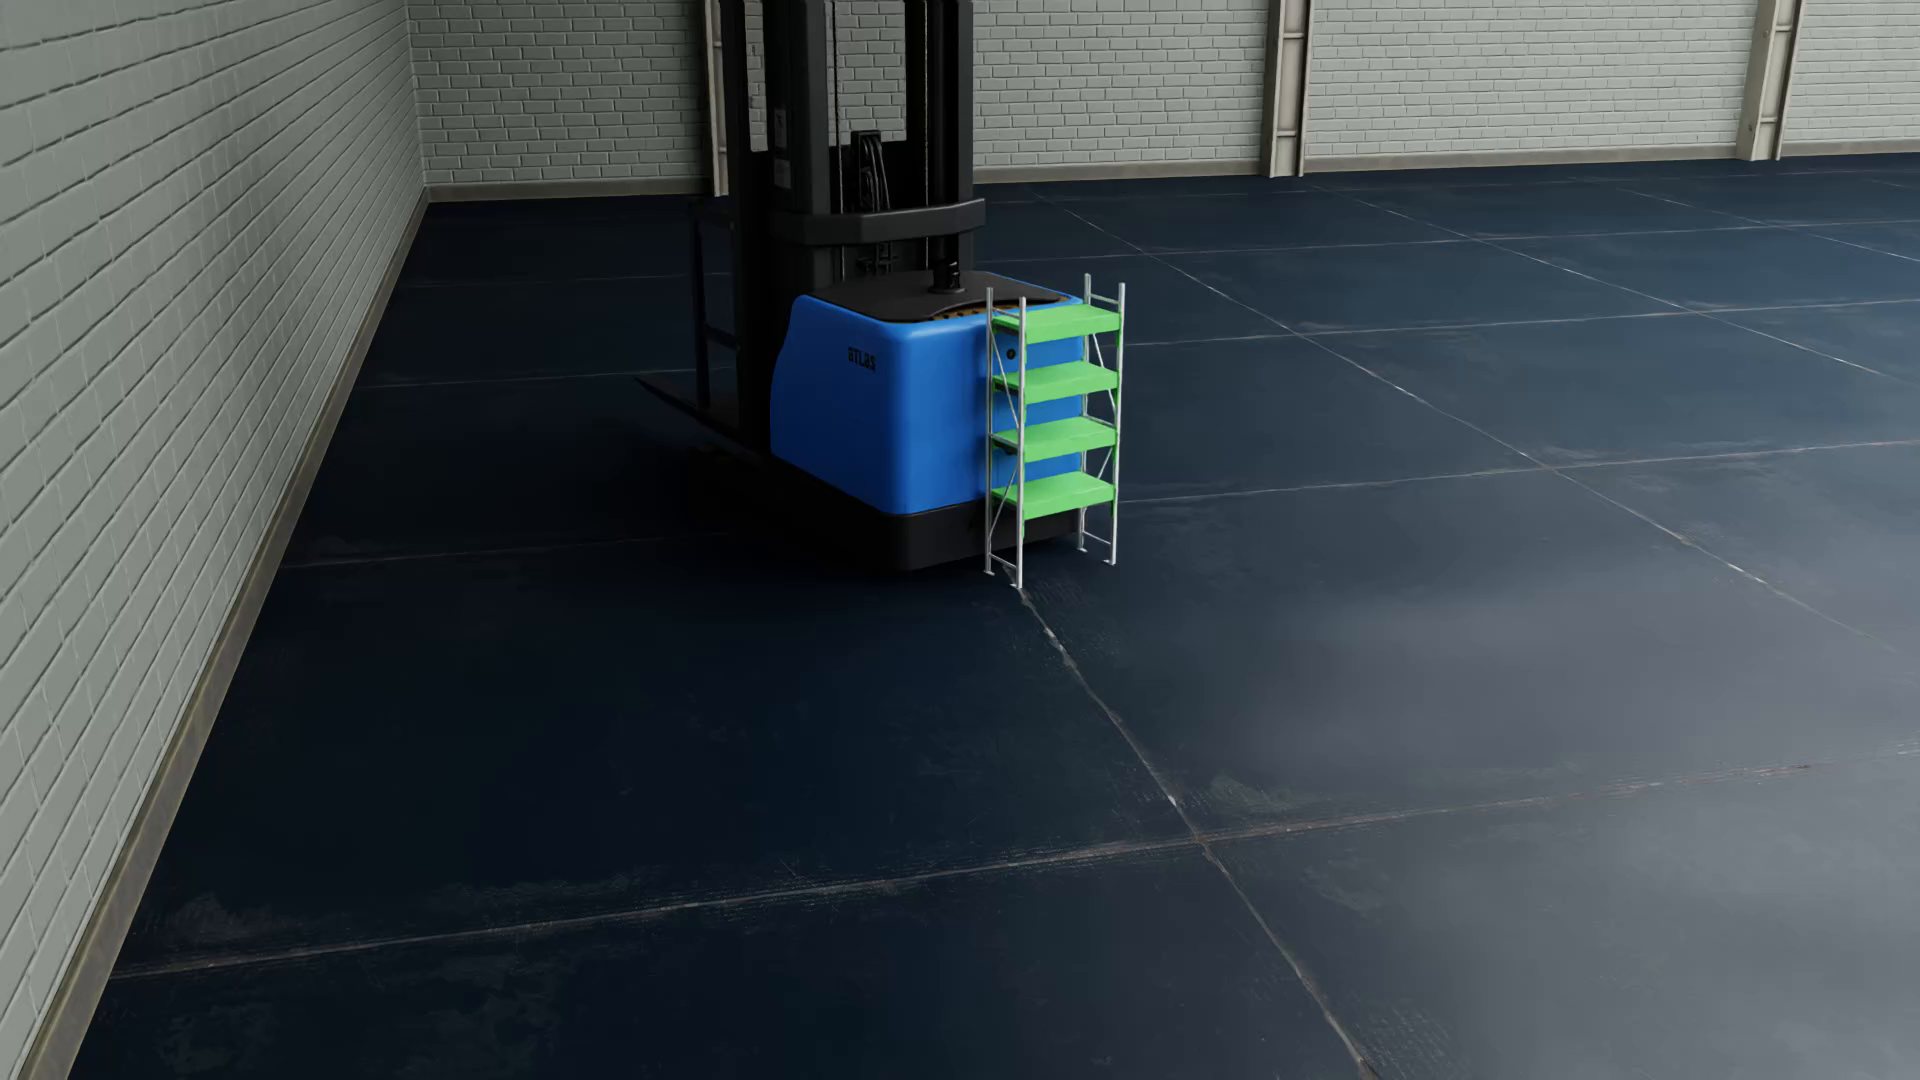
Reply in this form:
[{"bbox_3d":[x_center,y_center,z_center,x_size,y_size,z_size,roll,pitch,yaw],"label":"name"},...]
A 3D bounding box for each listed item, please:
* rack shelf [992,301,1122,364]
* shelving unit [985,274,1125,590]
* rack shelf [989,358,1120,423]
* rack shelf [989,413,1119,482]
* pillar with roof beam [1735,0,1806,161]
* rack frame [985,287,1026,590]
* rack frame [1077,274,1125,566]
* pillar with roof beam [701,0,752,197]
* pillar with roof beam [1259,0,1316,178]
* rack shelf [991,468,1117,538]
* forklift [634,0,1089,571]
[{"bbox_3d":[0.380,-0.833,6.635,0.480,0.148,0.258,-13,24,-32],"label":"rack shelf"},{"bbox_3d":[0.380,-0.442,6.778,0.503,1.200,0.258,-13,24,-32],"label":"shelving unit"},{"bbox_3d":[0.380,-0.608,6.717,0.480,0.148,0.258,-13,24,-32],"label":"rack shelf"},{"bbox_3d":[0.380,-0.382,6.800,0.480,0.148,0.258,-13,24,-32],"label":"rack shelf"},{"bbox_3d":[10.348,-7.261,14.055,0.400,9.000,9.100,-5,21,-12],"label":"pillar with roof beam"},{"bbox_3d":[0.178,-0.395,6.649,0.015,1.200,0.240,-13,24,-32],"label":"rack frame"},{"bbox_3d":[0.582,-0.489,6.906,0.015,1.200,0.240,-13,24,-32],"label":"rack frame"},{"bbox_3d":[-1.330,-6.312,11.462,0.400,9.000,9.100,-5,21,-12],"label":"pillar with roof beam"},{"bbox_3d":[4.509,-6.786,12.758,0.400,9.000,9.100,-5,21,-12],"label":"pillar with roof beam"},{"bbox_3d":[0.380,-0.157,6.882,0.480,0.148,0.258,-13,24,-32],"label":"rack shelf"},{"bbox_3d":[-0.674,-1.699,7.693,1.130,2.935,3.031,-13,24,-31],"label":"forklift"}]
